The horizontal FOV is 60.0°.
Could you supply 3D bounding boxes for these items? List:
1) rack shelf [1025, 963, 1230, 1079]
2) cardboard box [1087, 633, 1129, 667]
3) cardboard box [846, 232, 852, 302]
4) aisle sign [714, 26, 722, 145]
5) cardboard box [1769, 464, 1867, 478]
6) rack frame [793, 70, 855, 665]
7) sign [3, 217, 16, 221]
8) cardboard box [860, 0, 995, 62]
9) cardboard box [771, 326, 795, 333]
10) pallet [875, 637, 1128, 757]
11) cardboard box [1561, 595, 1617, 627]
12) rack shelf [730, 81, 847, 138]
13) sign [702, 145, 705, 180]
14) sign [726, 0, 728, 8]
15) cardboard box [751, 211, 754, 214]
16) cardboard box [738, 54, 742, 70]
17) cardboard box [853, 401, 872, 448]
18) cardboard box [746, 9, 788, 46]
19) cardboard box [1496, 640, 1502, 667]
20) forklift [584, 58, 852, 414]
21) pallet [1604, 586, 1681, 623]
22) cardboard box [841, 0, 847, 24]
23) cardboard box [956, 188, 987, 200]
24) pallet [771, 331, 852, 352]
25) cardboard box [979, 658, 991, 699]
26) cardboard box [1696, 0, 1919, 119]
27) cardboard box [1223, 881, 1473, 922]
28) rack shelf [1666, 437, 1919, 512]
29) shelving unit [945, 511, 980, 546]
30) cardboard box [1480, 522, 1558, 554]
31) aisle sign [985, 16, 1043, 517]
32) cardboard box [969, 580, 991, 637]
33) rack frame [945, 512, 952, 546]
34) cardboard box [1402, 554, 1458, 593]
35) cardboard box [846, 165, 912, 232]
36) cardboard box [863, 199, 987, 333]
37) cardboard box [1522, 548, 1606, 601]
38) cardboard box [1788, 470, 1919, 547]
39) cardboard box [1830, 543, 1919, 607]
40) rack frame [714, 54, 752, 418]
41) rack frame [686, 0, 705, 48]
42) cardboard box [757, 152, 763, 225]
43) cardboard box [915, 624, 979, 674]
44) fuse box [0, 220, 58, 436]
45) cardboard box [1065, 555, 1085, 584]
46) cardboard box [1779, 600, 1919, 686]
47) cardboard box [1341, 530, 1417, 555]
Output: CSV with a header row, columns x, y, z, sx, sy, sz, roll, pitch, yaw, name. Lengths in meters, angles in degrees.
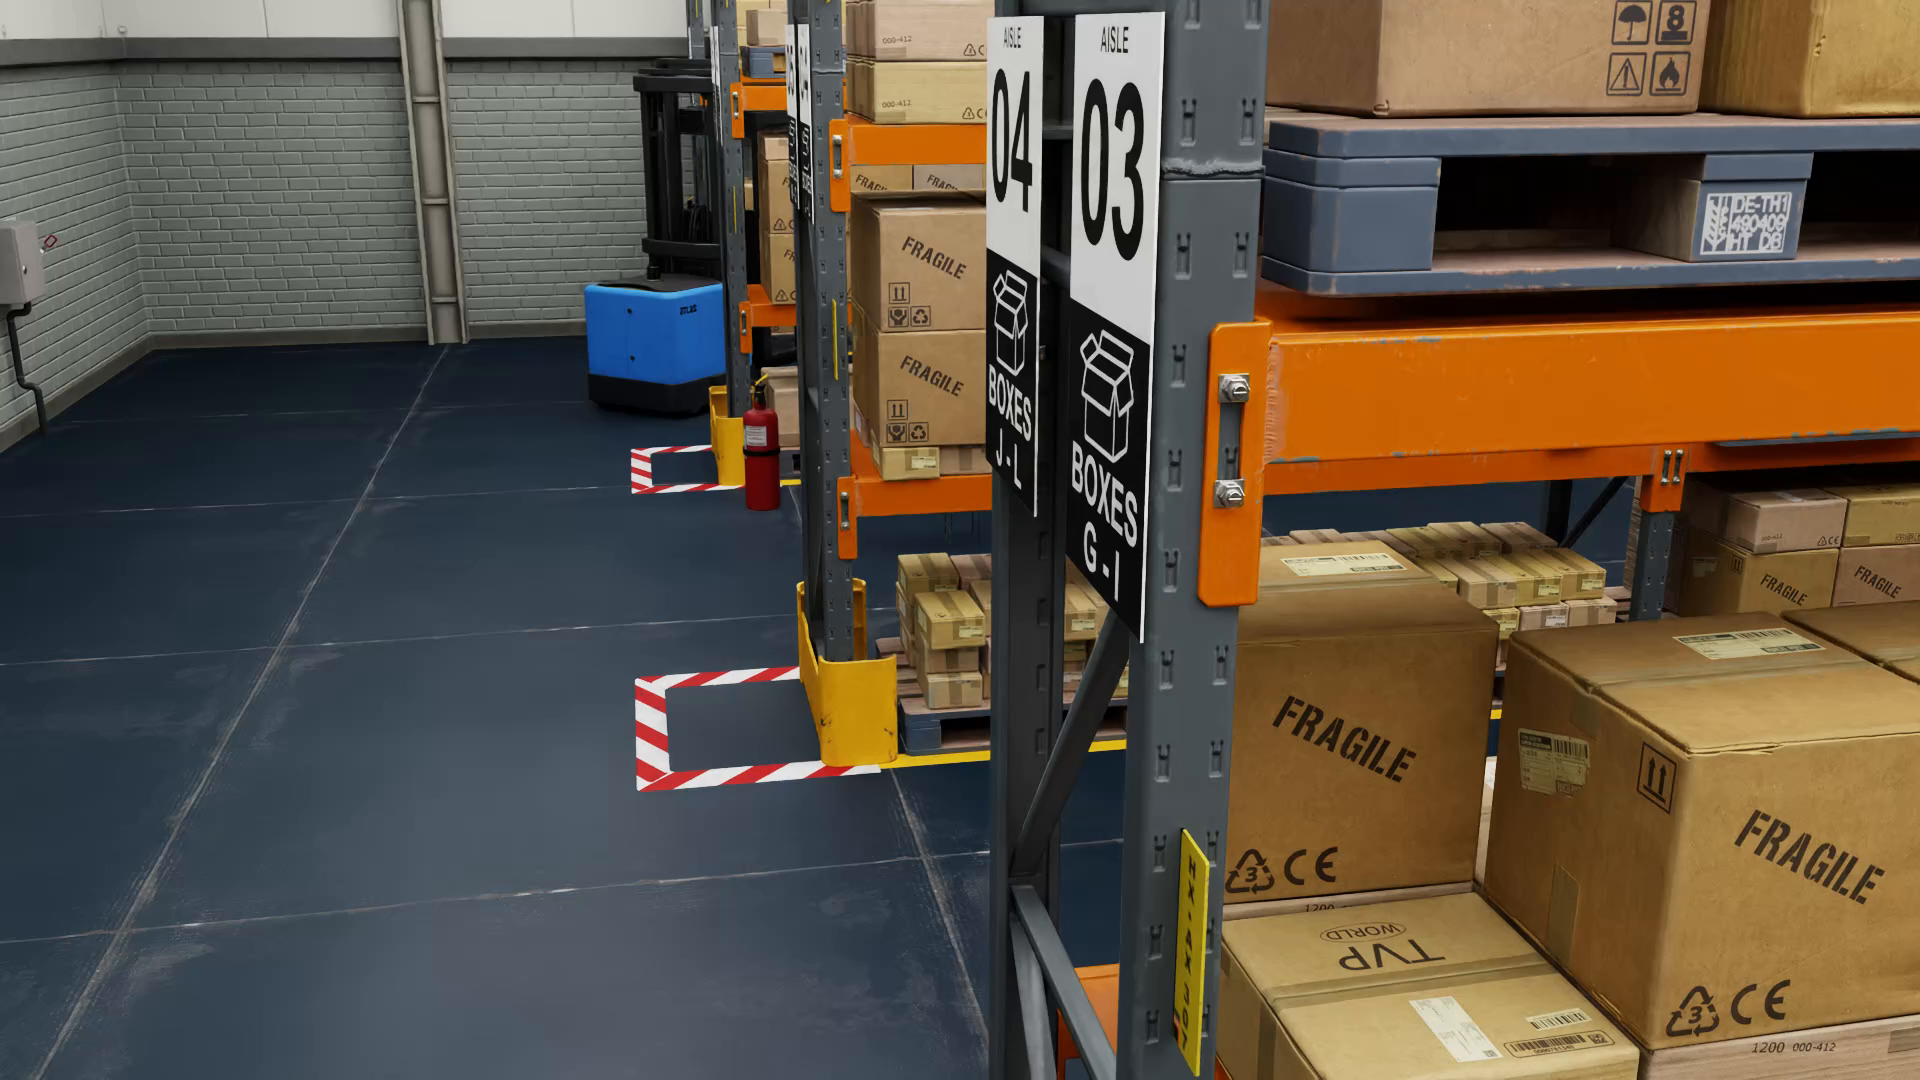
x,y,z,sx,sy,sz,roll,pitch,yaw,name
2.178,1.086,3.391,4.000,0.370,1.077,-3,17,-10,rack shelf
0.711,0.462,7.833,0.250,0.149,0.380,-3,17,-9,cardboard box
-0.649,-2.031,12.145,0.500,0.500,0.500,-3,17,-11,cardboard box
-1.681,-3.158,11.557,0.004,0.787,0.394,-3,17,-10,aisle sign
4.490,-0.308,8.970,0.500,0.250,0.500,-2,17,-8,cardboard box
-0.627,-0.582,7.597,0.127,3.000,1.000,-3,17,-10,rack frame
-7.750,-2.381,13.618,0.001,0.494,0.329,-3,17,-10,sign
-0.137,-2.133,6.942,0.500,0.250,0.500,-3,17,-10,cardboard box
-1.992,-2.448,17.209,0.637,0.503,0.797,-4,18,-13,cardboard box
0.252,0.712,8.134,1.213,0.211,1.003,-3,17,-10,pallet
3.051,0.325,8.280,0.250,0.149,0.380,-3,17,-9,cardboard box
0.298,-3.204,12.252,4.000,0.370,1.077,-3,17,-10,rack shelf
-2.508,-3.691,16.246,0.005,0.325,0.100,-3,17,-10,sign
-1.566,-3.732,11.122,0.005,0.325,0.100,-3,17,-10,sign
-1.995,-3.280,16.811,0.250,0.149,0.380,-3,17,-9,cardboard box
-2.254,-4.698,16.318,0.250,0.149,0.380,-3,17,-9,cardboard box
-0.361,-0.561,7.958,0.250,0.149,0.380,-3,17,-10,cardboard box
-1.241,-3.665,11.896,0.500,0.250,0.500,-5,18,-16,cardboard box
2.461,0.501,8.211,0.250,0.149,0.380,-4,17,-12,cardboard box
-2.057,-2.860,15.130,1.130,2.935,3.031,10,20,30,forklift
4.064,0.485,8.874,1.213,0.211,1.003,-3,17,-10,pallet
-1.134,-5.184,16.370,0.500,0.250,0.500,-4,17,-11,cardboard box
0.272,-1.375,7.800,0.500,0.500,0.500,-4,17,-12,cardboard box
-1.754,-2.149,17.451,1.213,0.211,1.003,-3,17,-10,pallet
0.189,0.605,7.873,0.250,0.149,0.380,-3,17,-11,cardboard box
1.290,-0.917,2.525,0.500,0.500,0.700,-4,17,-12,cardboard box
0.640,0.680,3.238,0.500,0.250,0.500,-4,17,-11,cardboard box
5.264,-0.572,8.790,4.000,0.370,1.077,-3,17,-10,rack shelf
0.014,-0.574,10.638,0.189,1.200,0.258,-3,17,-10,shelving unit
2.922,0.033,8.724,0.250,0.149,0.380,-3,17,-8,cardboard box
0.087,-0.471,2.810,0.004,0.787,0.394,-3,17,-10,aisle sign
0.199,0.315,7.805,0.250,0.149,0.380,-3,17,-9,cardboard box
-0.076,-0.569,10.622,0.006,1.200,0.240,-3,17,-10,rack frame
2.244,0.202,8.174,0.250,0.149,0.380,-3,17,-9,cardboard box
-0.634,-2.504,11.983,0.500,0.500,0.500,-4,17,-12,cardboard box
-0.136,-1.198,7.224,0.500,0.500,0.500,-3,17,-11,cardboard box
3.000,0.168,8.283,0.250,0.149,0.380,-3,17,-9,cardboard box
4.598,-0.164,8.502,0.500,0.250,0.500,-3,17,-9,cardboard box
4.595,0.195,8.610,0.500,0.500,0.500,-2,17,-8,cardboard box
-1.666,-2.003,12.224,0.127,3.000,1.000,-3,17,-10,rack frame
-2.611,-6.301,16.002,0.127,3.000,1.000,-3,17,-10,rack frame
-1.238,-2.624,12.374,0.500,0.500,0.500,-3,17,-9,cardboard box
-0.064,0.483,7.764,0.250,0.149,0.380,-3,17,-8,cardboard box
-7.453,-1.680,13.367,0.414,1.711,0.539,-3,17,-10,fuse box
0.598,0.149,8.345,0.250,0.149,0.380,-4,18,-13,cardboard box
1.735,0.417,2.815,0.500,0.500,0.500,-4,17,-12,cardboard box
2.150,0.080,8.569,0.250,0.149,0.380,-4,17,-12,cardboard box
